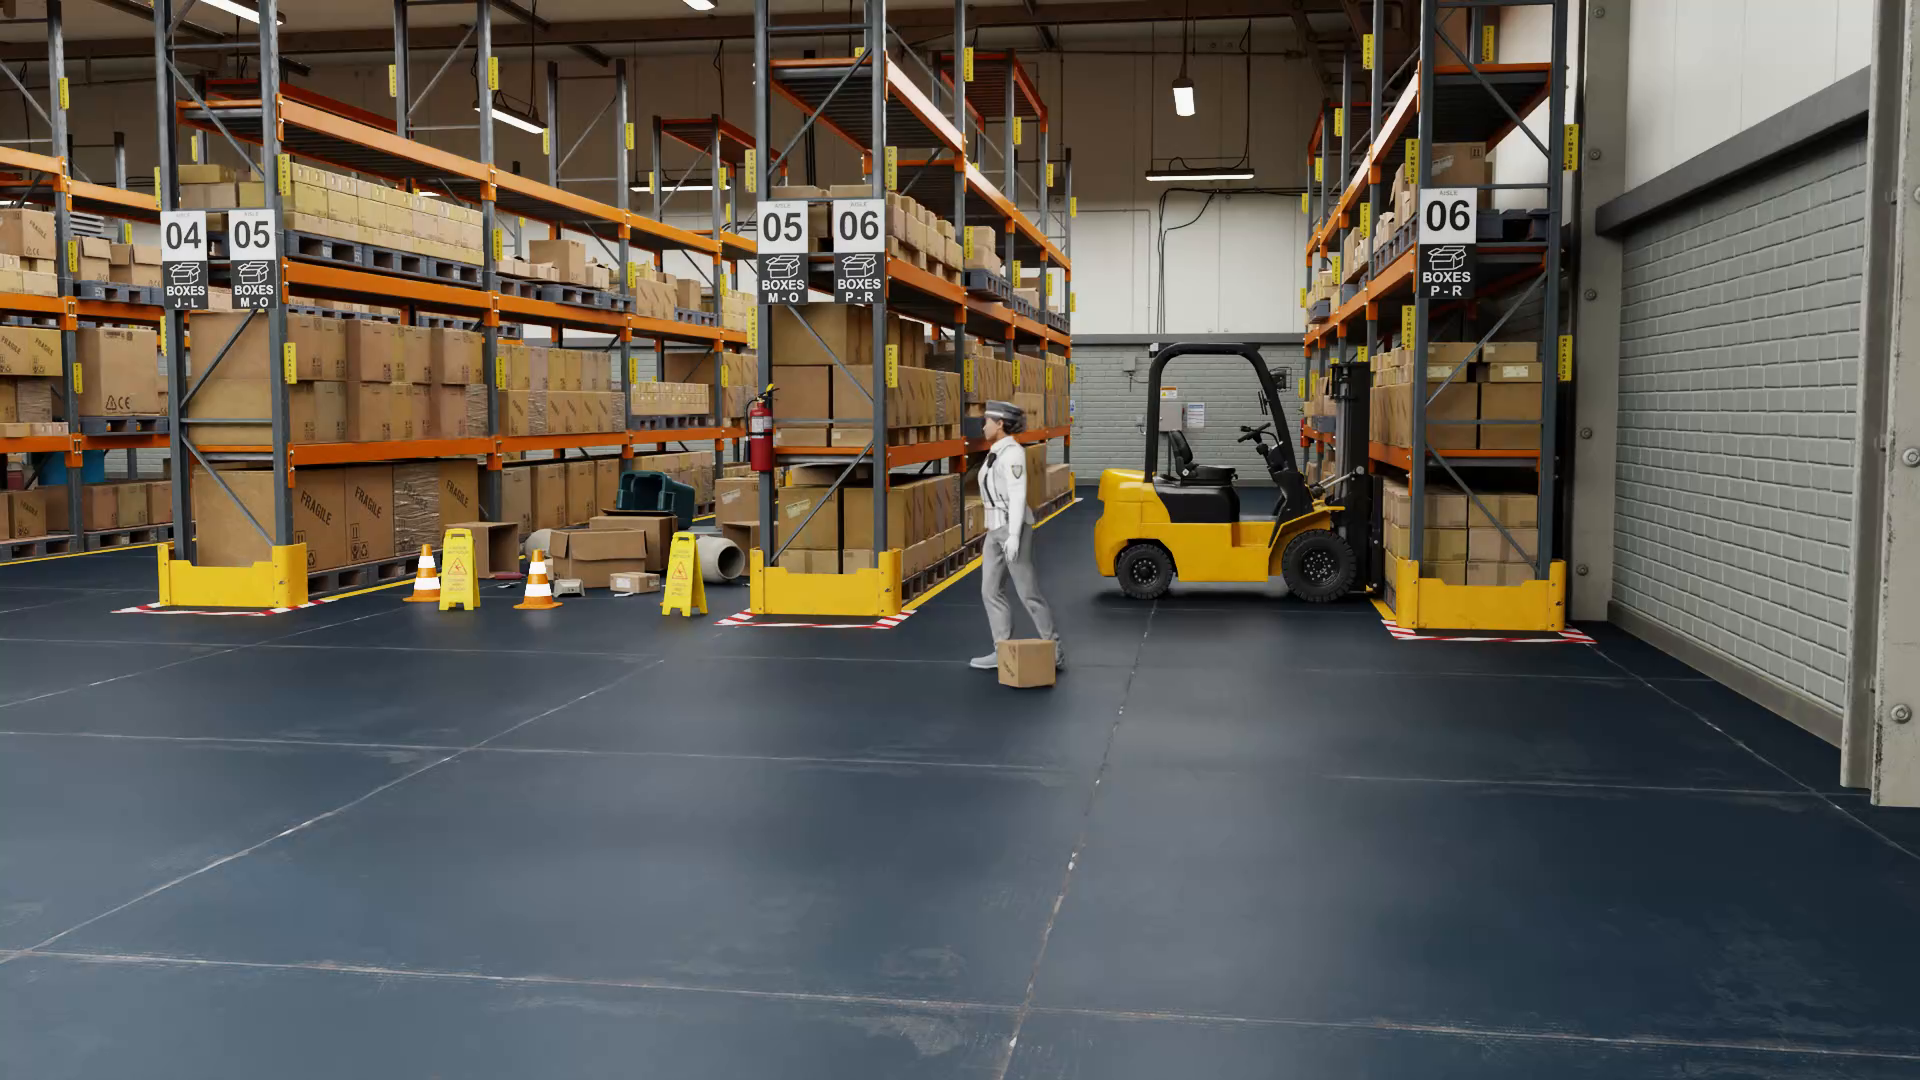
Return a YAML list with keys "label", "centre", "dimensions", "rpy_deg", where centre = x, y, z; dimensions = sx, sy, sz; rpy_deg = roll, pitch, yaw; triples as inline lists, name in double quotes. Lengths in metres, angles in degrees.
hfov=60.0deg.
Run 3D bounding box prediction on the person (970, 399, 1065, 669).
- label: "person"
  centre: [0.361, -0.034, 10.281]
  dimensions: [0.569, 1.667, 0.536]
  rpy_deg: [-1, 5, -15]
